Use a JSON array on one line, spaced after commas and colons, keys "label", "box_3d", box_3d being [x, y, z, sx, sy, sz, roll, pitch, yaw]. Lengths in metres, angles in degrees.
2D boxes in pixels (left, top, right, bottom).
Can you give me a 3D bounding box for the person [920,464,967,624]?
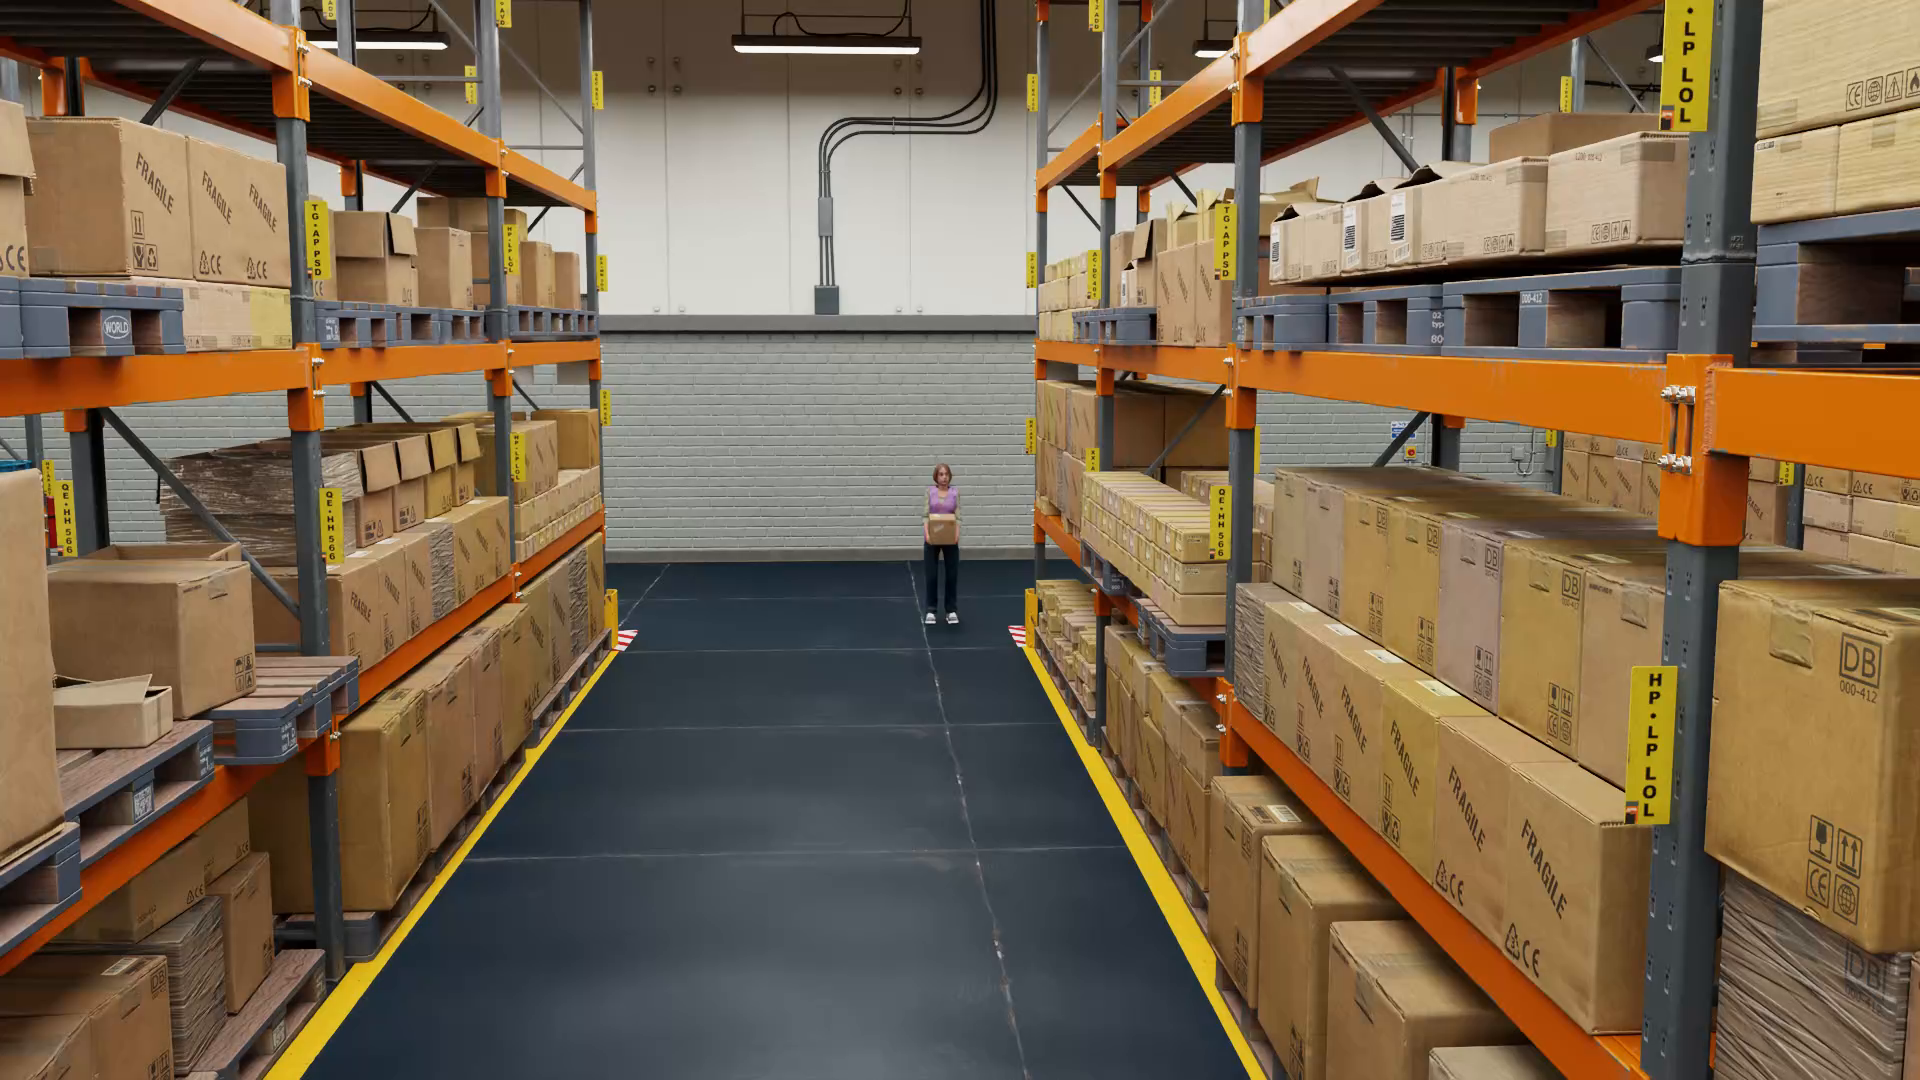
[{"label": "person", "box_3d": [-0.167, 0.031, 16.550, 0.485, 1.593, 0.343, -1, 7, -7]}]
